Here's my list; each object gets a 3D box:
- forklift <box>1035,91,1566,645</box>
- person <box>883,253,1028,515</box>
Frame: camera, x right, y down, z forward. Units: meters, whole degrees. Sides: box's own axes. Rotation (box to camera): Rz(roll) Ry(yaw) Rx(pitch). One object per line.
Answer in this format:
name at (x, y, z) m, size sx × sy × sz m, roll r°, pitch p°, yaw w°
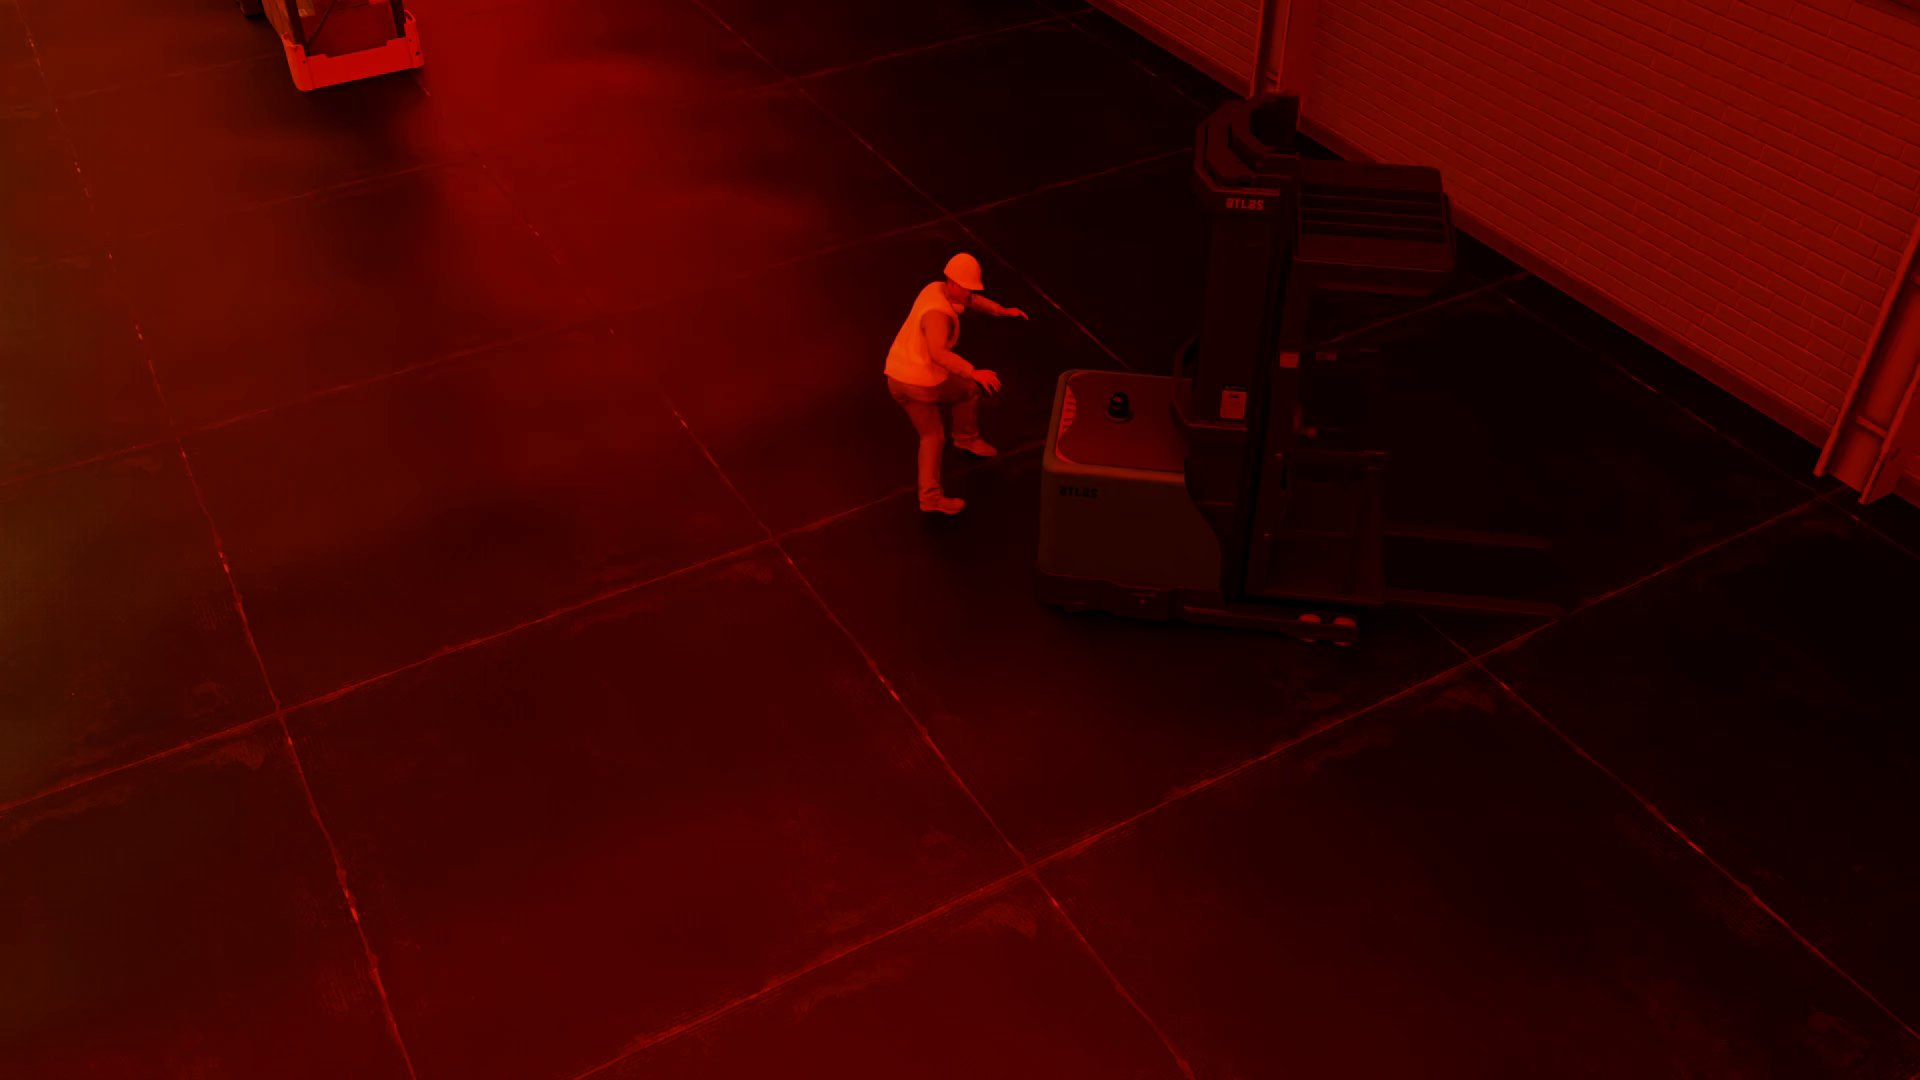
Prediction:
forklift at (2.004, -0.885, 9.104) m, size 3.031 × 2.935 × 1.130 m, roll 6°, pitch 40°, yaw 7°
person at (0.050, -1.028, 10.376) m, size 1.003 × 1.545 × 0.943 m, roll -19°, pitch 43°, yaw -21°
